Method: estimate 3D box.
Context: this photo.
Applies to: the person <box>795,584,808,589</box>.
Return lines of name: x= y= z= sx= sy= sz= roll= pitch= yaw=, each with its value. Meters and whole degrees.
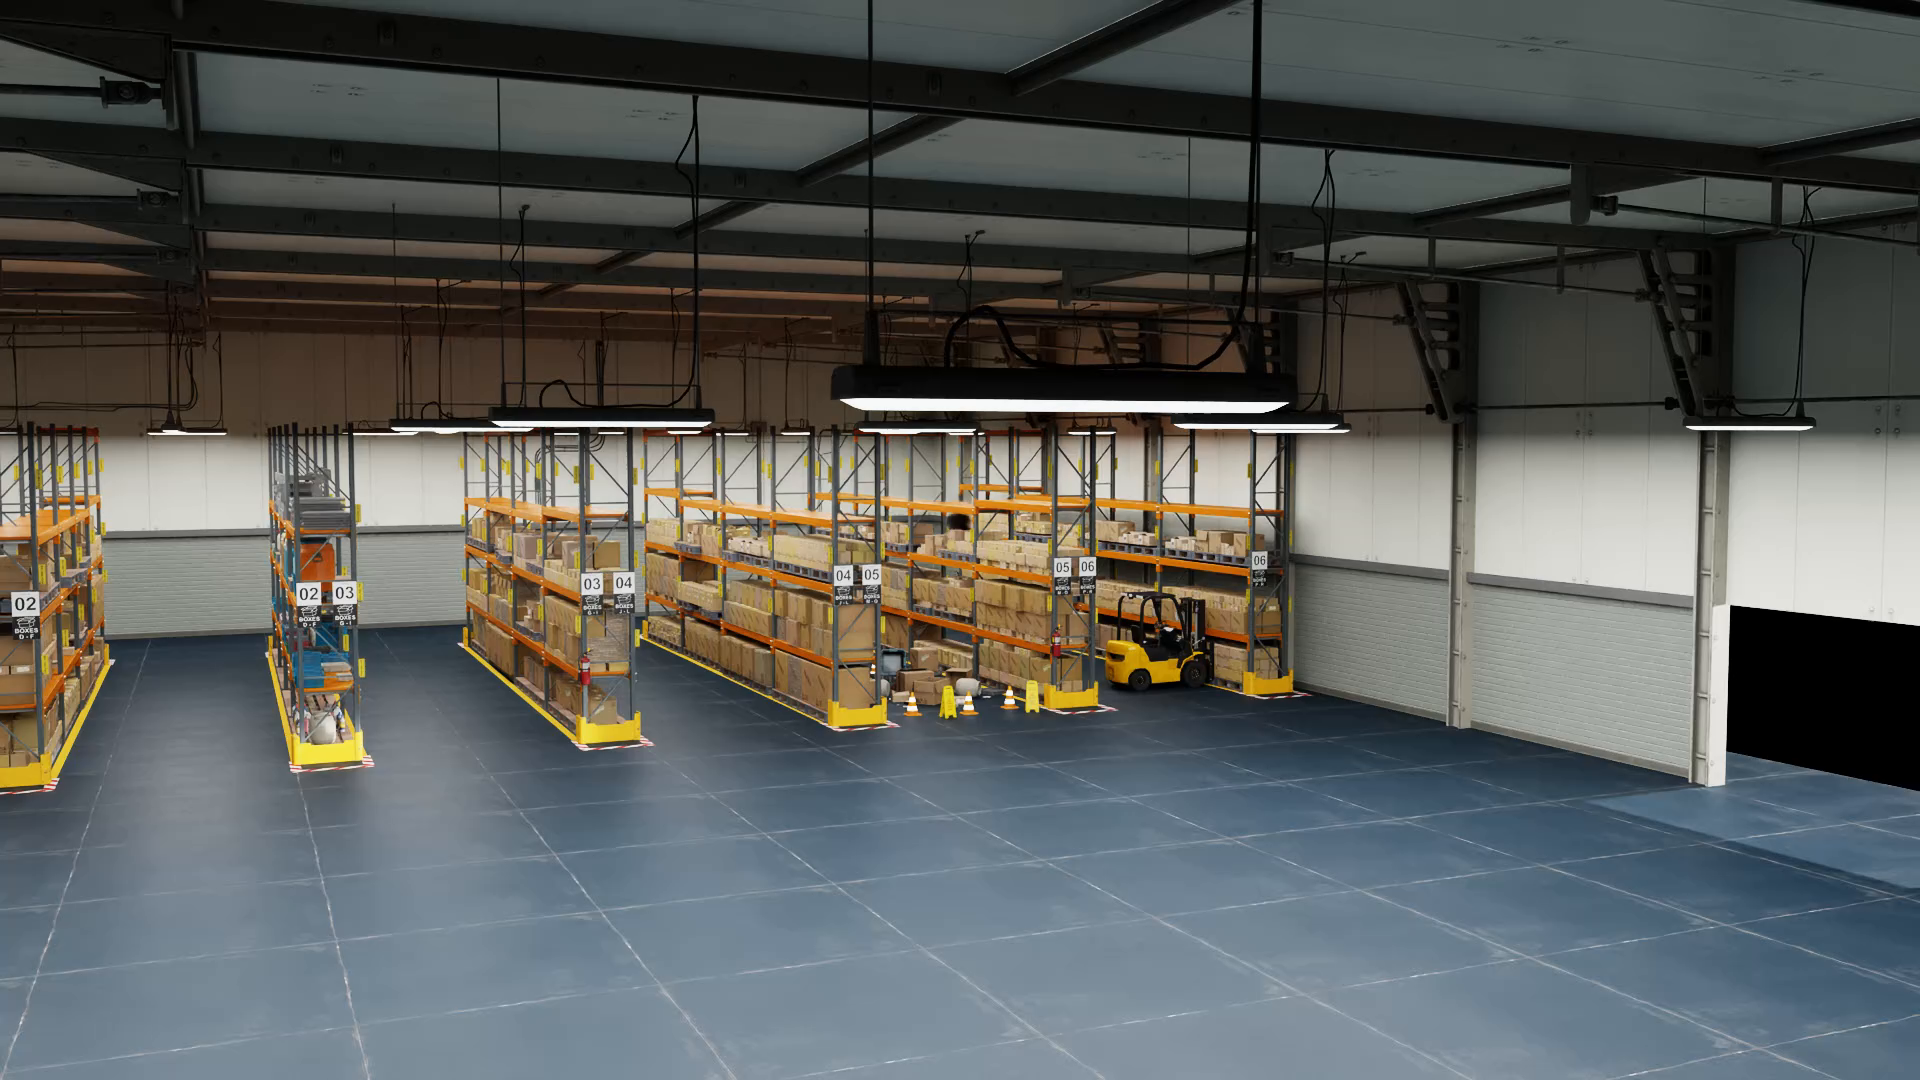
person: x=-4.807 y=1.741 z=51.150 sx=0.714 sy=1.737 sz=0.670 roll=-3 pitch=4 yaw=-37
